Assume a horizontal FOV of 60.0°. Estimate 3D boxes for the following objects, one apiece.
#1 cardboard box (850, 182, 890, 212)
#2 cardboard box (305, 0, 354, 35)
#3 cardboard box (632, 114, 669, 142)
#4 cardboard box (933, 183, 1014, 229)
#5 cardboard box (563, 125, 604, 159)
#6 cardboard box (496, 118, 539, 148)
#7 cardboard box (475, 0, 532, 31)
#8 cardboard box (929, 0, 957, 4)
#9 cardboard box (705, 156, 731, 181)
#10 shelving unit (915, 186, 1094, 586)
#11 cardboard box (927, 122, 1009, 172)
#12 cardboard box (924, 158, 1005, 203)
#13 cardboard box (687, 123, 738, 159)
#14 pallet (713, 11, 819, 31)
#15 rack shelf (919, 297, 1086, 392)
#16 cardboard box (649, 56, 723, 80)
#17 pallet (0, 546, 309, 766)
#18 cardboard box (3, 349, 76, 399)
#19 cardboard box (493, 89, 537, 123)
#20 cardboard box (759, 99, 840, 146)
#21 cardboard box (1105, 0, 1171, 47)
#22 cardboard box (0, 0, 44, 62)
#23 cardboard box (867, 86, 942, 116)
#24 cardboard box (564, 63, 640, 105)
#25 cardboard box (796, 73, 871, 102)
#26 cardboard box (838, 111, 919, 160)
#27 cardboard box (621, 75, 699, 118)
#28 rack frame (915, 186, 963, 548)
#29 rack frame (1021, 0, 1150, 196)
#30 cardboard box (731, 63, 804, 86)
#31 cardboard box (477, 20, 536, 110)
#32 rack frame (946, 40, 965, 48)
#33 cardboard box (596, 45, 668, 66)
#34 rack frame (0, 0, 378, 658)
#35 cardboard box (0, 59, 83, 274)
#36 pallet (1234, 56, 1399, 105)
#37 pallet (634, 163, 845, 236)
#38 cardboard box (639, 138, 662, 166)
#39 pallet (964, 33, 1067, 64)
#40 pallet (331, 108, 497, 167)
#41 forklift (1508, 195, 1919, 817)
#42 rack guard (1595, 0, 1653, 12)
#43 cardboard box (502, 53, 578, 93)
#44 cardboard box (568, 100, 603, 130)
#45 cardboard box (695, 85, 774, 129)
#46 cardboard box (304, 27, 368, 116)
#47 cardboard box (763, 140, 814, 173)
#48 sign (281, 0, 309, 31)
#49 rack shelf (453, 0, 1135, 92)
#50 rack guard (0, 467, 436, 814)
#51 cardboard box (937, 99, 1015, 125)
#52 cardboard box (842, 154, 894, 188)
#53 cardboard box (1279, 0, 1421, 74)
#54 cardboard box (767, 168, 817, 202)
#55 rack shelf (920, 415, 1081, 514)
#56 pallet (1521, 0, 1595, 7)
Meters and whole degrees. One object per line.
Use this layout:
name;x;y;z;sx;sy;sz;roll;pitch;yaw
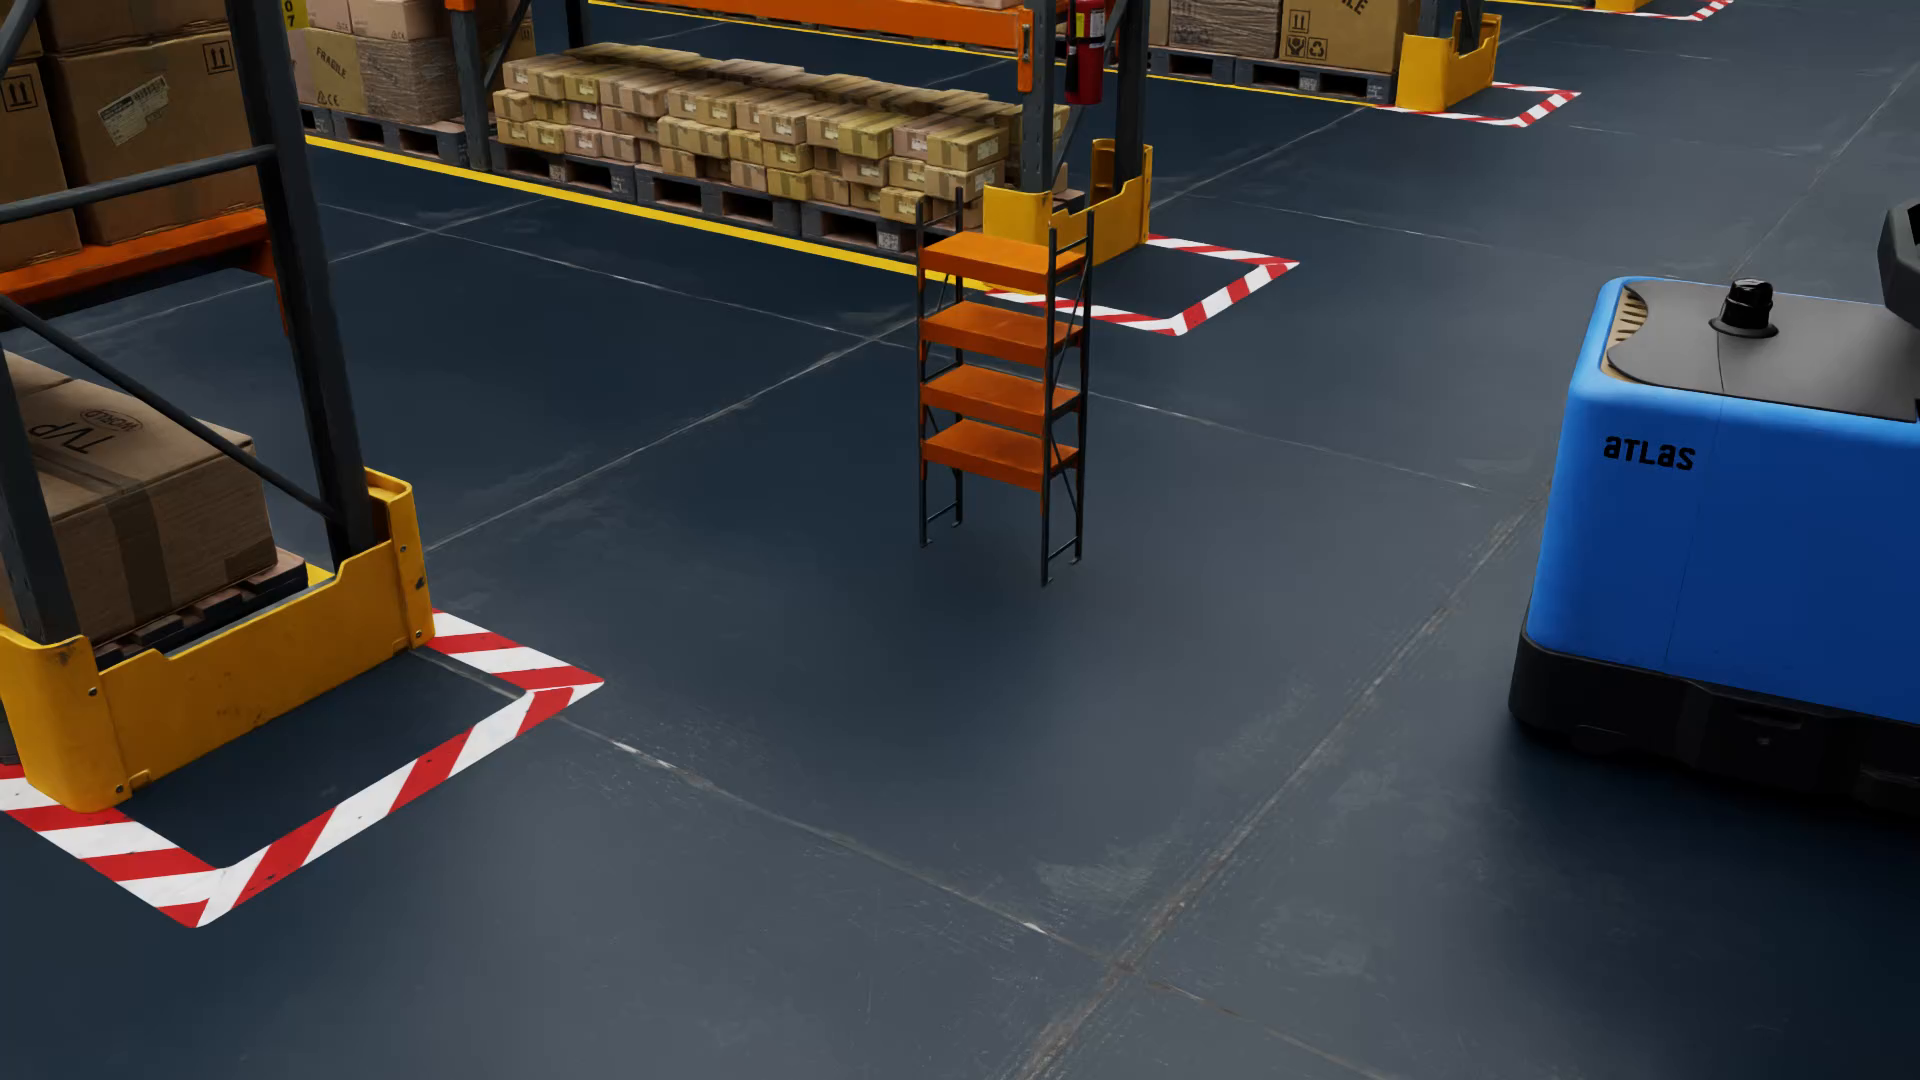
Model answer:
cardboard box;-0.368;-1.857;8.773;0.250;0.149;0.380;17;32;30
cardboard box;-3.848;-3.424;10.636;0.500;0.250;0.500;19;33;33
cardboard box;-1.643;-2.389;9.489;0.250;0.149;0.380;19;33;33
cardboard box;0.070;-1.729;8.521;0.250;0.149;0.380;18;32;31
cardboard box;-2.103;-2.373;9.786;0.250;0.149;0.380;17;32;30
cardboard box;-2.557;-2.486;10.007;0.250;0.149;0.380;16;31;28
cardboard box;-3.135;-3.478;10.744;0.500;0.250;0.500;16;31;28
cardboard box;0.009;-2.699;8.024;0.250;0.149;0.380;17;32;30
cardboard box;-1.205;-2.129;9.306;0.250;0.149;0.380;18;32;32
shelving unit;0.136;-0.492;5.394;0.503;1.200;0.258;17;32;30
cardboard box;0.042;-1.978;8.355;0.250;0.149;0.380;18;32;31
cardboard box;0.025;-1.833;8.398;0.250;0.149;0.380;16;31;29
cardboard box;-1.282;-2.227;9.172;0.250;0.149;0.380;18;32;31
pallet;-1.472;-4.851;15.050;1.213;0.211;1.003;17;32;30
rack shelf;0.136;-0.632;5.323;0.480;0.148;0.258;17;32;30
cardboard box;-1.623;-2.762;9.895;0.250;0.149;0.380;18;32;32
pallet;-2.801;0.188;5.148;1.213;0.211;1.003;17;32;30
cardboard box;-3.457;-0.288;5.371;0.875;0.438;0.875;18;32;32
cardboard box;-2.558;-2.619;9.941;0.250;0.149;0.380;19;33;33
cardboard box;-0.848;-2.222;8.833;0.250;0.149;0.380;19;32;32
cardboard box;1.457;-4.421;13.009;0.875;0.875;0.875;17;32;30
cardboard box;-2.630;-1.404;3.989;0.500;0.500;0.500;18;32;32
cardboard box;-0.299;-2.370;9.124;0.250;0.149;0.380;16;31;28
cardboard box;-2.079;-2.659;9.692;0.250;0.149;0.380;17;31;30
cardboard box;-0.714;-2.529;9.437;0.250;0.149;0.380;18;32;31
cardboard box;-0.418;-2.083;8.561;0.250;0.149;0.380;17;31;29
cardboard box;-1.687;-2.505;9.389;0.250;0.149;0.380;18;32;31
rack frame;-0.065;-0.555;5.517;0.015;1.200;0.240;17;32;30
rack frame;0.622;-2.755;7.857;0.127;3.000;1.000;17;32;30
cardboard box;-1.118;-2.663;9.699;0.250;0.149;0.380;16;31;29
cardboard box;-3.134;-3.145;10.915;0.500;0.500;0.500;19;32;32
rack frame;0.216;-5.611;13.468;0.127;3.000;1.000;17;32;30
cardboard box;-2.002;-2.920;10.204;0.250;0.149;0.380;18;32;31
rack frame;-2.097;-0.879;4.170;0.127;3.000;1.000;17;32;30
cardboard box;-2.645;-0.948;4.196;0.500;0.500;0.500;18;32;31
pallet;2.810;-3.517;12.428;1.213;0.211;1.003;17;32;30
pallet;-1.092;-2.068;9.580;1.213;0.211;1.003;17;32;30
cardboard box;-1.624;-2.270;9.584;0.250;0.149;0.380;16;31;28
pallet;0.799;-4.144;13.660;1.213;0.211;1.003;17;32;30
pallet;-3.318;-2.739;10.900;1.213;0.211;1.003;17;32;30
forklift;3.102;-0.679;3.852;3.031;2.935;1.130;11;29;21
rack guard;6.345;-5.320;15.653;0.348;0.500;1.175;17;32;30
cardboard box;-2.509;-2.798;9.966;0.250;0.149;0.380;19;32;32
cardboard box;-2.077;-2.539;9.783;0.250;0.149;0.380;17;32;30
cardboard box;-1.235;-2.388;9.159;0.250;0.149;0.380;17;32;31
cardboard box;-3.851;-3.083;10.795;0.500;0.500;0.500;16;31;29
cardboard box;-0.838;-2.094;8.910;0.250;0.149;0.380;18;32;31
sign;-1.778;-1.506;4.360;0.005;0.325;0.100;17;32;30
rack shelf;-1.027;-2.948;9.030;4.000;0.370;1.077;17;32;30
rack guard;-2.078;0.241;4.725;0.348;0.500;1.175;17;32;30
cardboard box;0.087;-2.225;8.838;0.250;0.149;0.380;18;32;31
cardboard box;-0.404;-1.966;8.659;0.250;0.149;0.380;16;31;28
cardboard box;2.941;-3.958;12.101;0.875;0.875;0.875;17;32;30
cardboard box;-0.825;-1.958;8.971;0.250;0.149;0.380;16;31;28
rack shelf;0.136;-0.255;5.515;0.480;0.148;0.258;17;32;30
pallet;5.660;-5.419;16.166;1.213;0.211;1.003;17;32;30
